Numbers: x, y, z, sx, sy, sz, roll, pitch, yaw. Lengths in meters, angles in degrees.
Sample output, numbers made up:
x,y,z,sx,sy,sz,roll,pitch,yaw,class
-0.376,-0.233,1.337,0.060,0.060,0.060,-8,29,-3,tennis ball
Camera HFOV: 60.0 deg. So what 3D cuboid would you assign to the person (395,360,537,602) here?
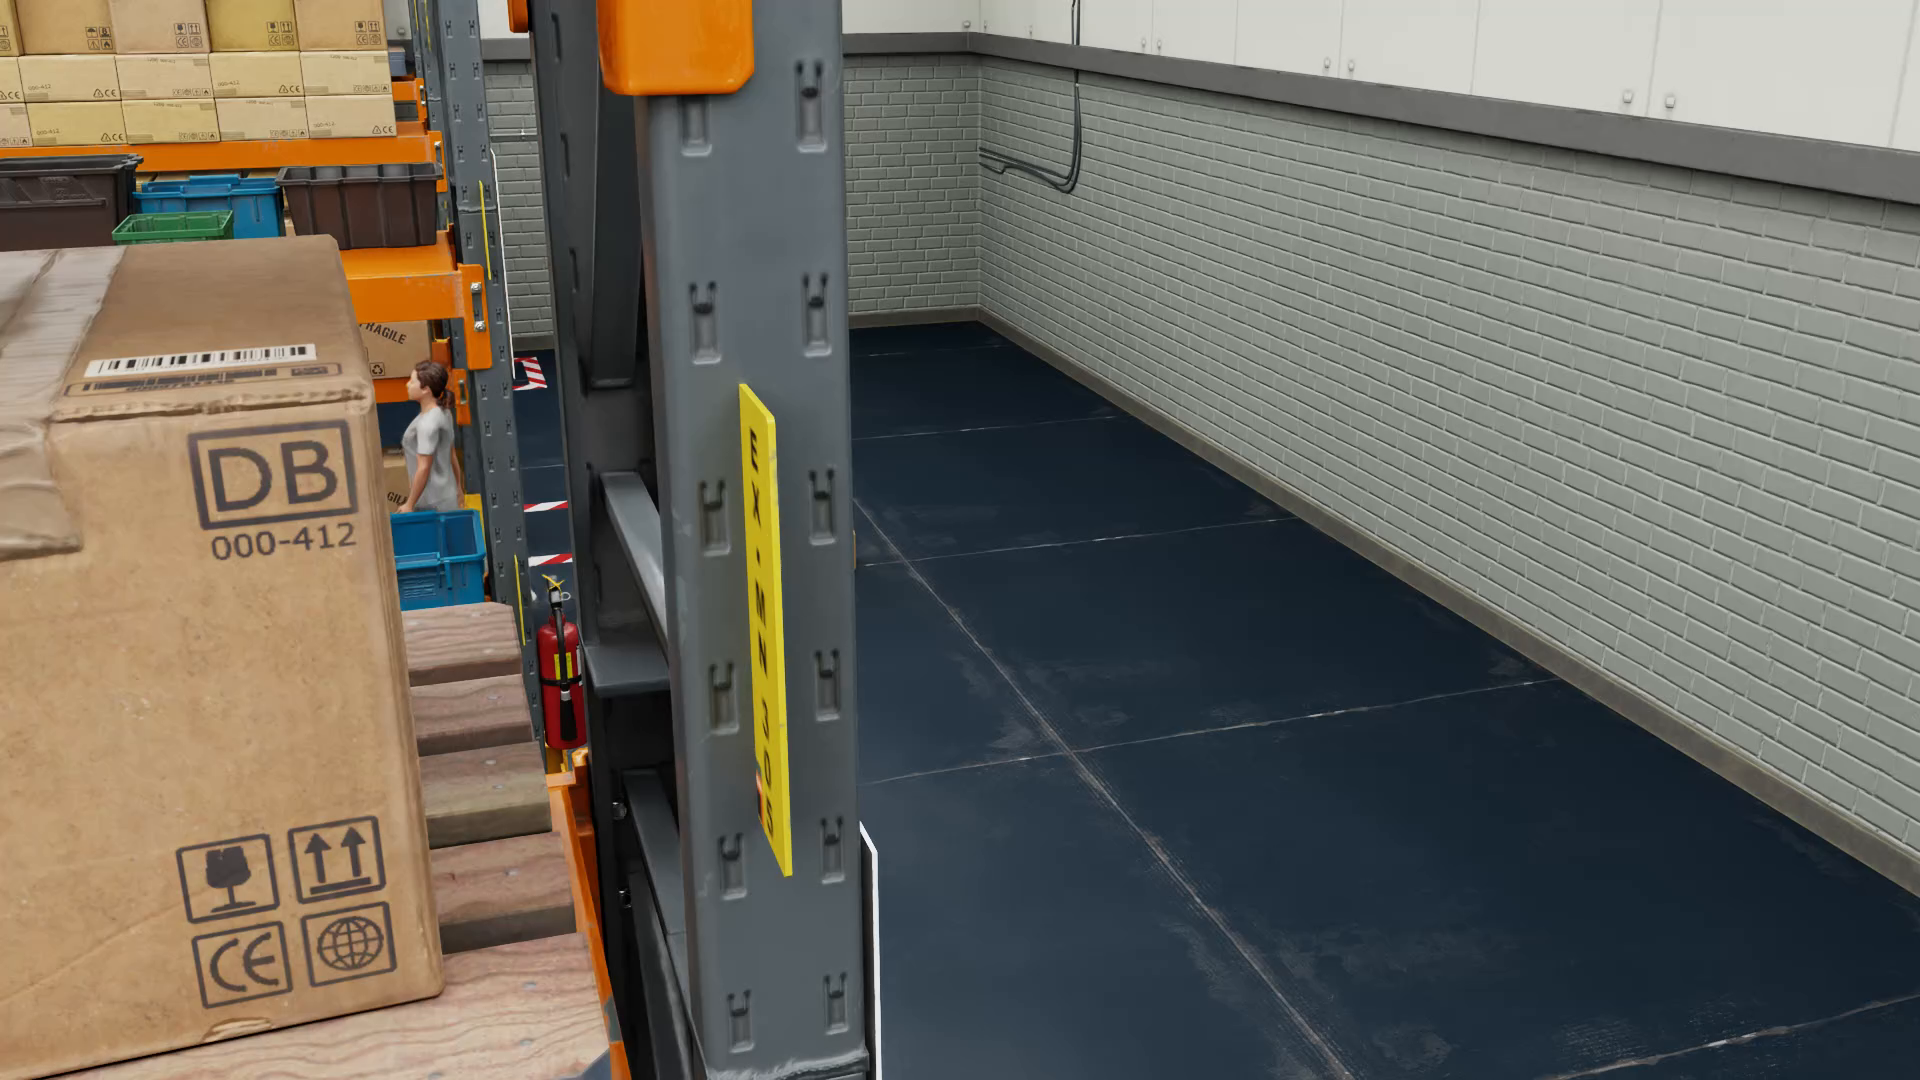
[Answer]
x,y,z,sx,sy,sz,roll,pitch,yaw,class
-3.061,-0.252,9.788,1.004,1.621,0.455,-4,20,-11,person
